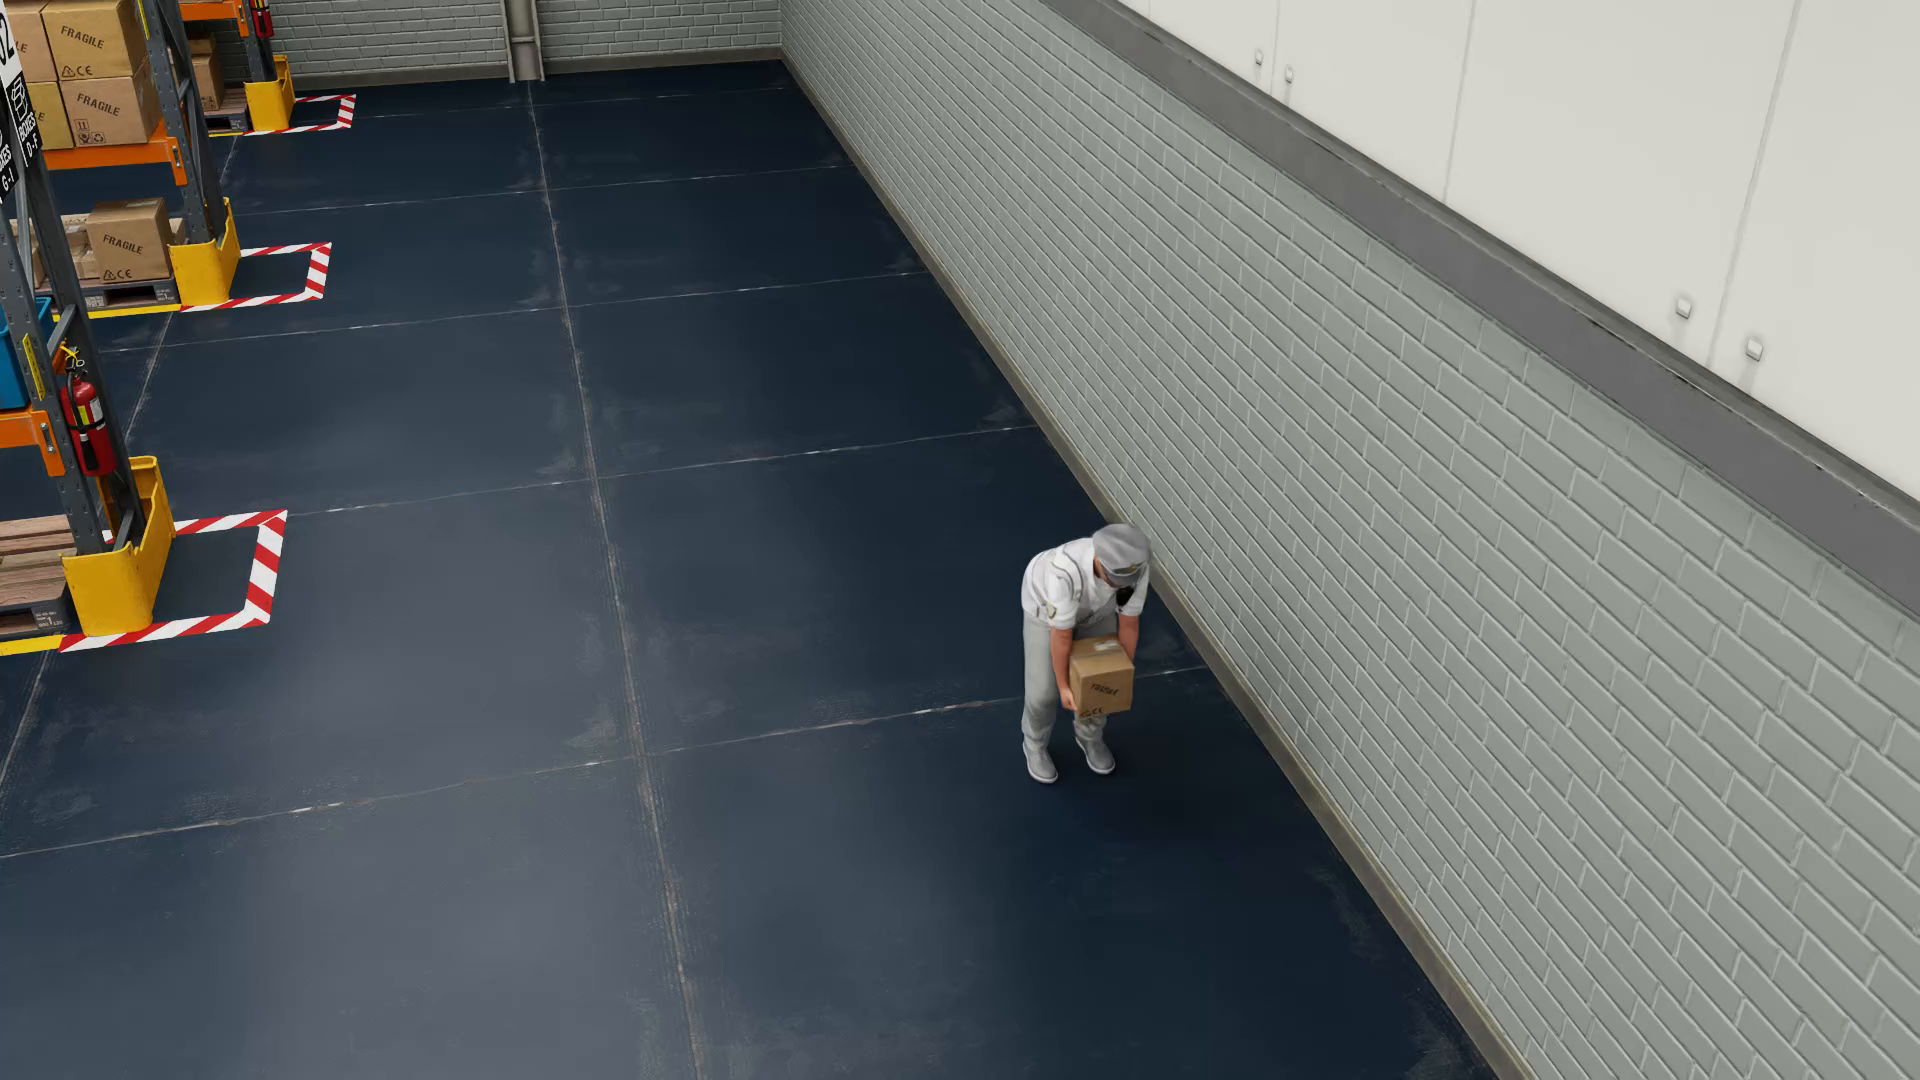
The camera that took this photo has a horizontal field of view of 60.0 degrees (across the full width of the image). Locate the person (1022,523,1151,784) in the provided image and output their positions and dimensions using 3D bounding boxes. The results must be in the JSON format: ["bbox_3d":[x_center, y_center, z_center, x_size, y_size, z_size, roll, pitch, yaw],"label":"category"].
[{"bbox_3d":[0.576,0.495,7.608,0.488,1.528,0.860,-9,31,-14],"label":"person"}]
